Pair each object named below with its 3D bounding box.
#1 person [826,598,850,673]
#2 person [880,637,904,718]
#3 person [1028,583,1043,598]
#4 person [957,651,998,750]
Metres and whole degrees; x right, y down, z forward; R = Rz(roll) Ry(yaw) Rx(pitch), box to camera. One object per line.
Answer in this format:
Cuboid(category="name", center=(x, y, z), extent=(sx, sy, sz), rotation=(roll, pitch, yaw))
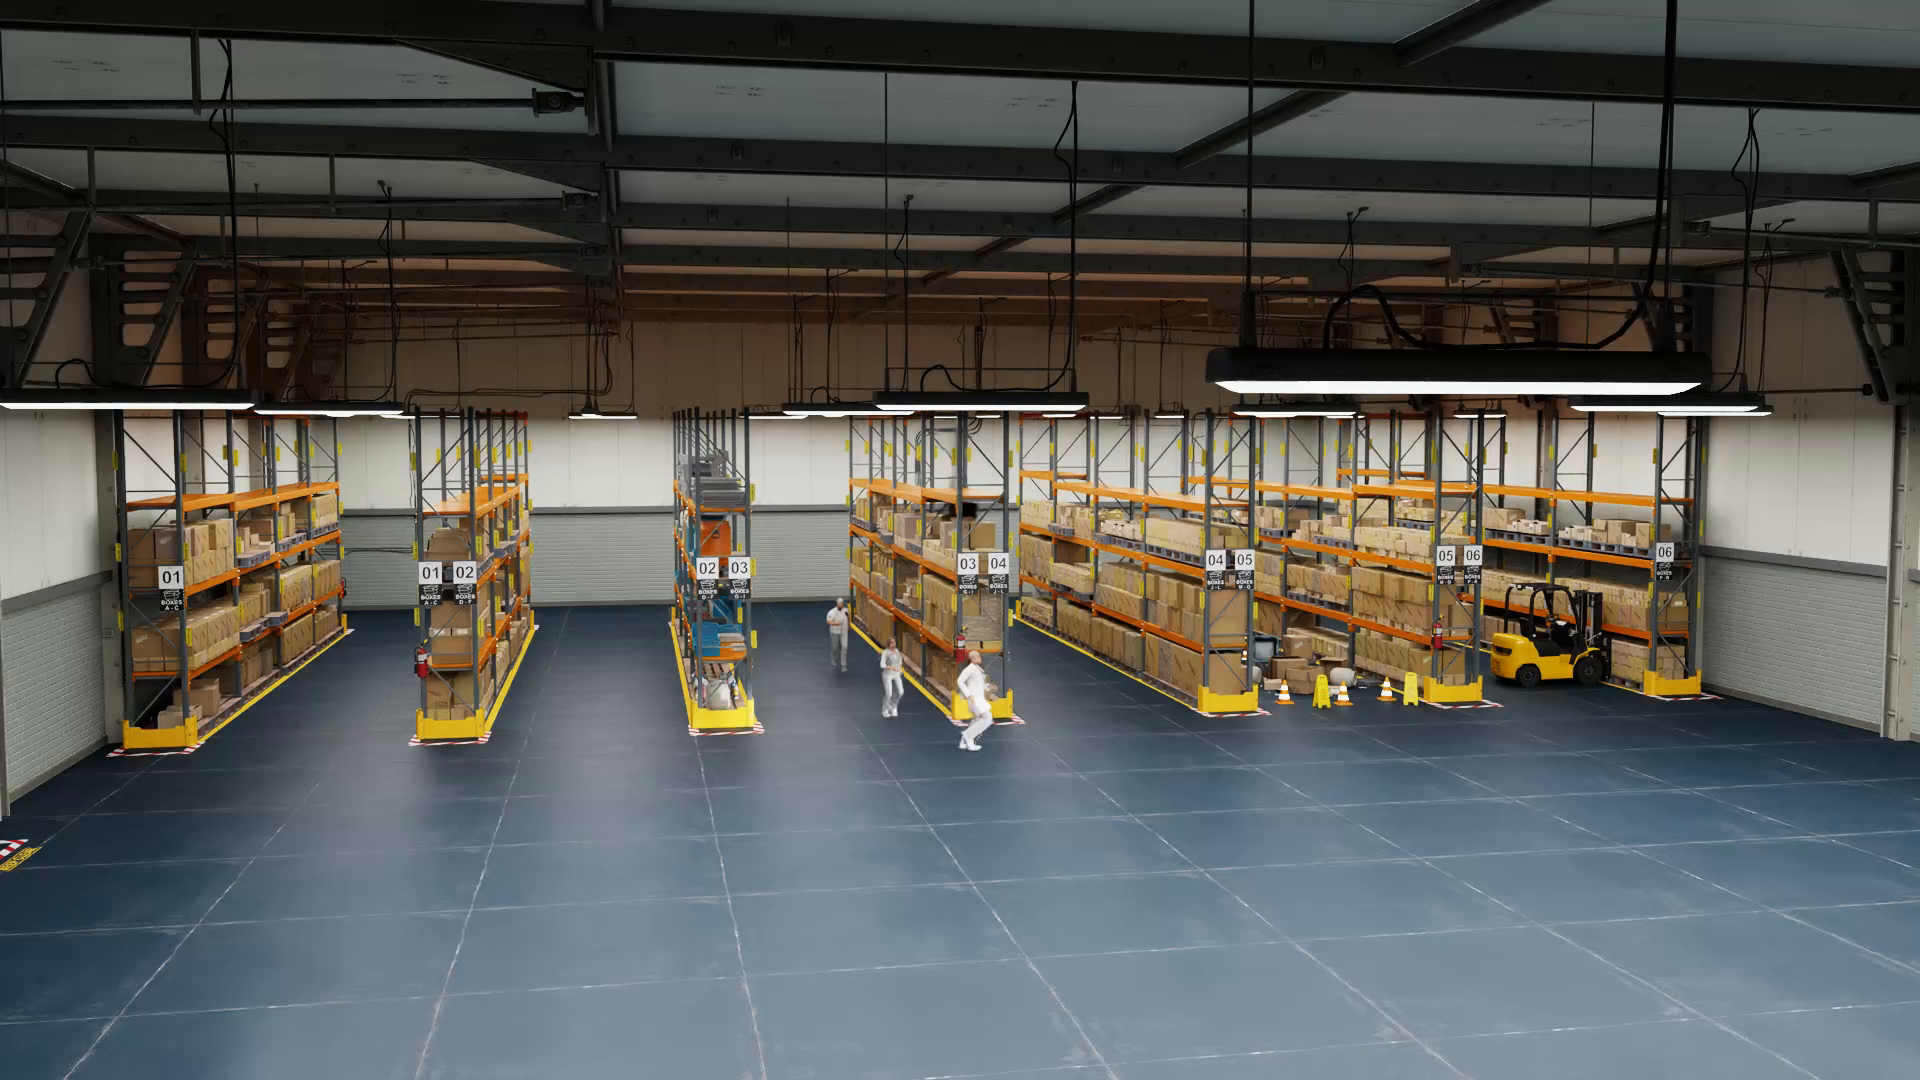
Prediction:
Cuboid(category="person", center=(-2.799, 2.177, 38.364), extent=(0.624, 1.703, 0.936), rotation=(-2, 4, -22))
Cuboid(category="person", center=(-1.291, 2.652, 32.054), extent=(0.559, 1.589, 0.628), rotation=(-3, 5, -33))
Cuboid(category="person", center=(2.370, 1.349, 49.650), extent=(0.710, 1.696, 0.644), rotation=(1, 4, 10))
Cuboid(category="person", center=(0.314, 2.789, 28.863), extent=(0.677, 1.742, 0.695), rotation=(1, 4, 11))
